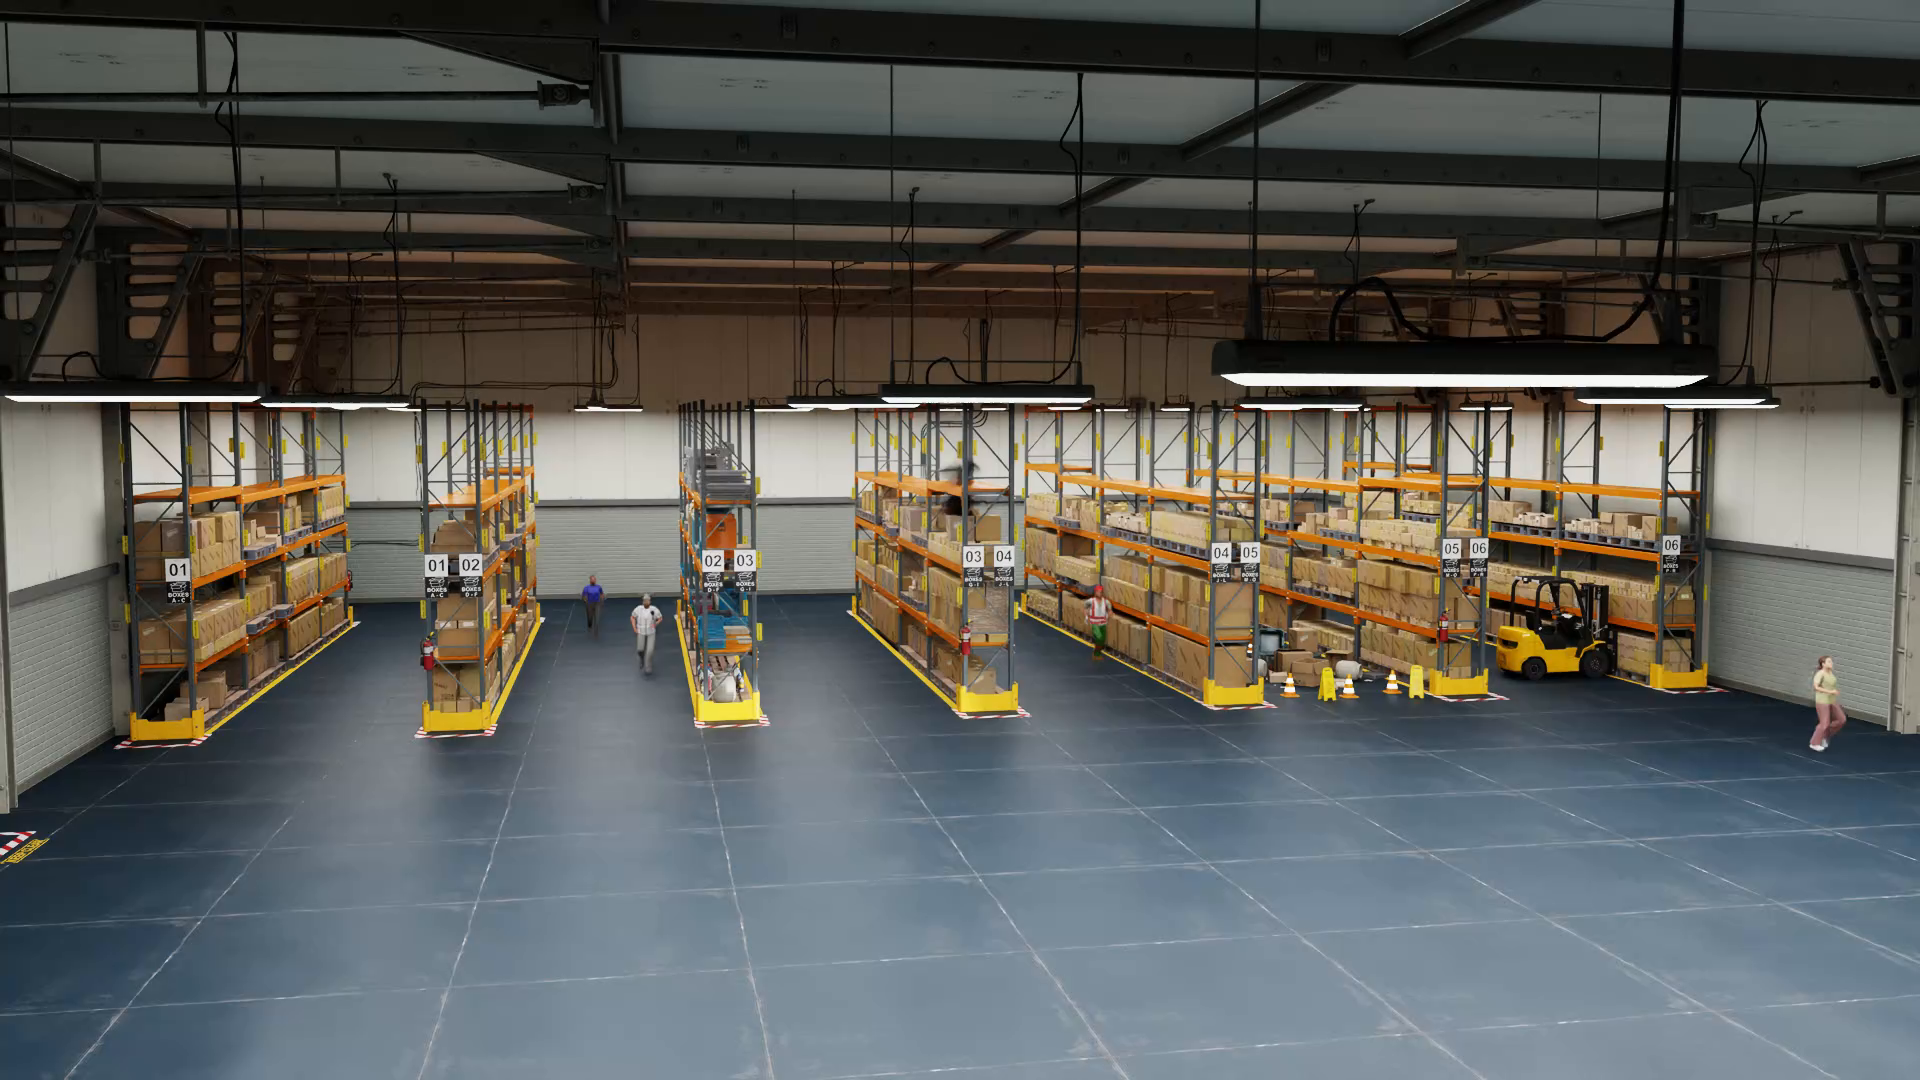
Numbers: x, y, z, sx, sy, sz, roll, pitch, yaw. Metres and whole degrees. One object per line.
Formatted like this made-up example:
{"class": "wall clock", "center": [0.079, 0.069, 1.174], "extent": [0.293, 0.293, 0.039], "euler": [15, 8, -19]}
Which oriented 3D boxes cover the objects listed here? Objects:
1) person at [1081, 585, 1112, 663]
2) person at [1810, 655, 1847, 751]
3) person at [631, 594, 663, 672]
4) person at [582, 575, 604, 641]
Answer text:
{"class": "person", "center": [3.076, 1.889, 37.008], "extent": [0.673, 1.767, 0.872], "euler": [-1, 4, -14]}
{"class": "person", "center": [14.681, 2.766, 28.162], "extent": [0.630, 1.641, 0.551], "euler": [-3, 5, -32]}
{"class": "person", "center": [-6.956, 2.061, 36.907], "extent": [0.710, 1.757, 0.563], "euler": [-1, 4, -7]}
{"class": "person", "center": [-9.362, 1.714, 42.470], "extent": [0.587, 1.642, 0.789], "euler": [-2, 5, -20]}
